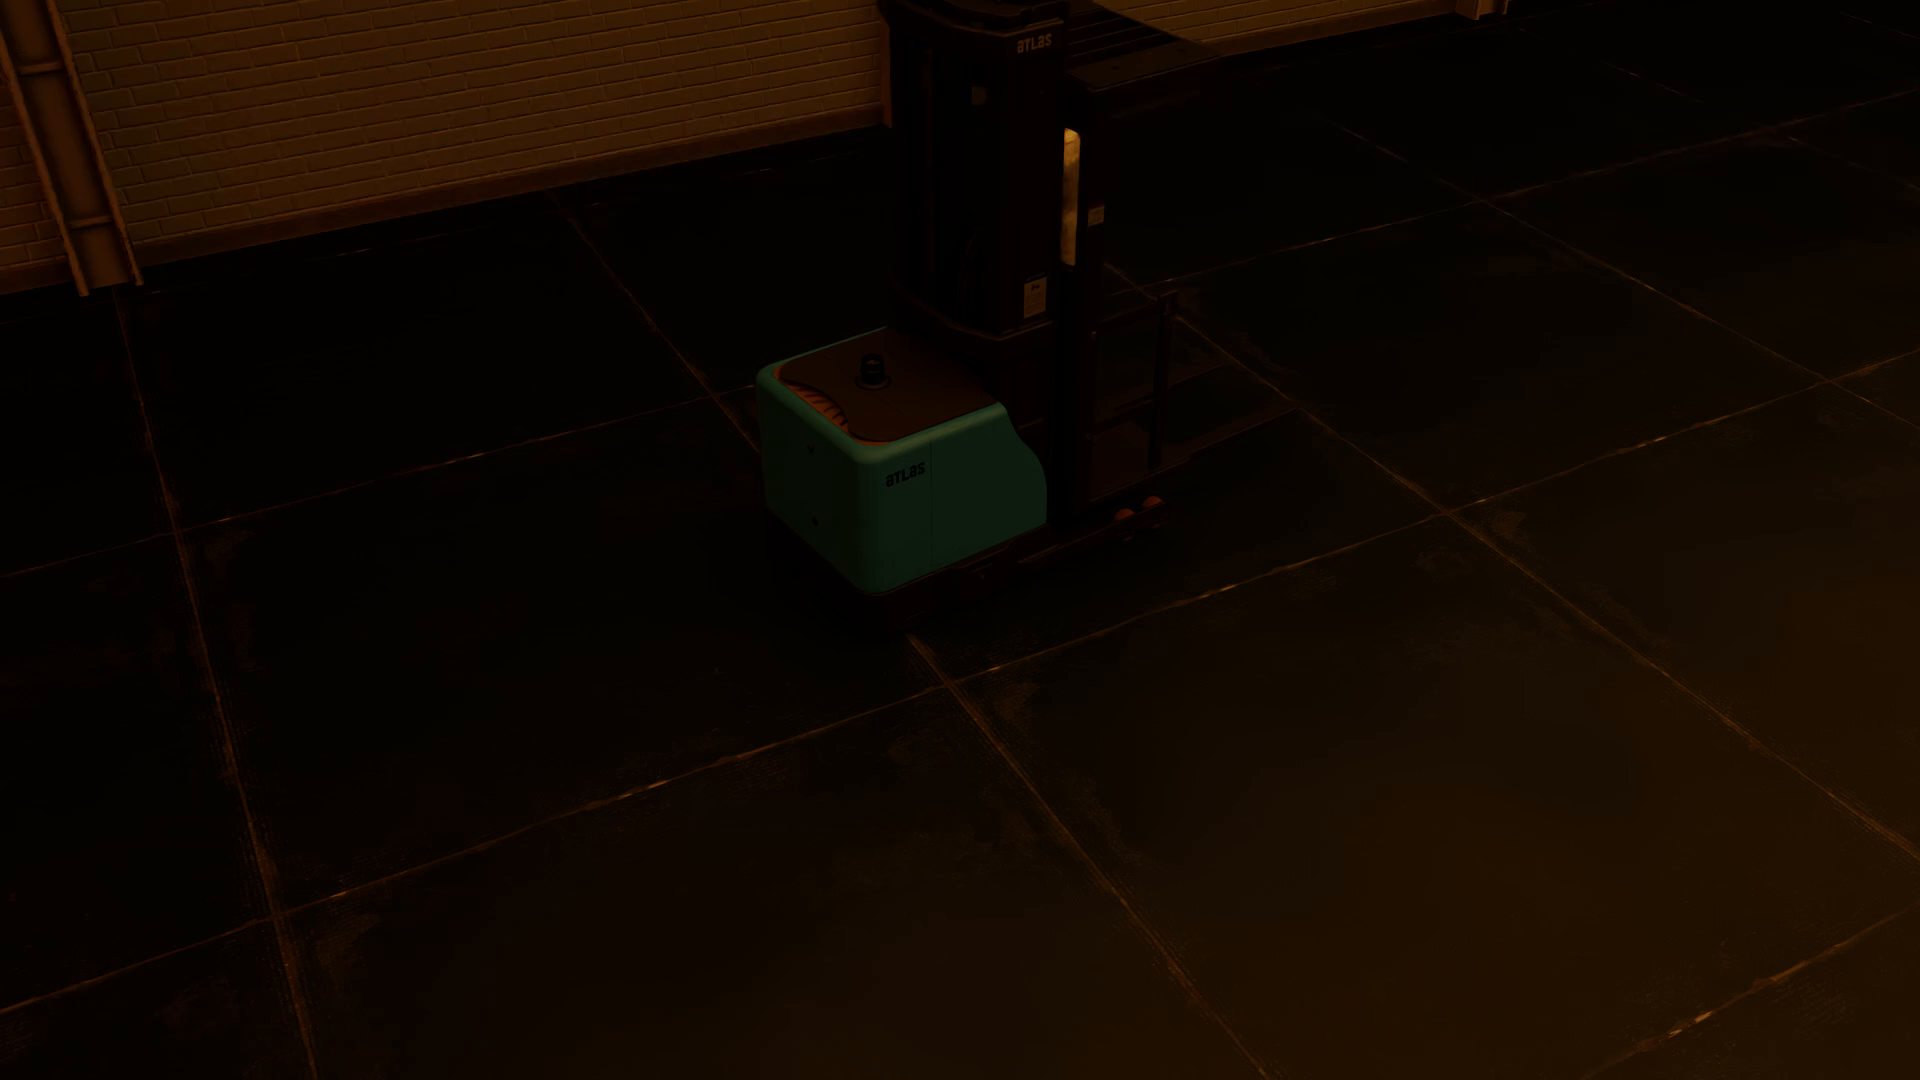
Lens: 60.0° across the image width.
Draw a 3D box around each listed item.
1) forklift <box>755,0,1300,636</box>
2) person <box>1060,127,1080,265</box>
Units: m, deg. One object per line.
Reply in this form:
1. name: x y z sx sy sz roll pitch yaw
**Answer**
1. forklift: 0.494 -1.417 8.128 3.031 2.935 1.130 -23 41 -29
2. person: 0.577 -2.491 10.747 0.547 1.664 0.470 6 36 8
